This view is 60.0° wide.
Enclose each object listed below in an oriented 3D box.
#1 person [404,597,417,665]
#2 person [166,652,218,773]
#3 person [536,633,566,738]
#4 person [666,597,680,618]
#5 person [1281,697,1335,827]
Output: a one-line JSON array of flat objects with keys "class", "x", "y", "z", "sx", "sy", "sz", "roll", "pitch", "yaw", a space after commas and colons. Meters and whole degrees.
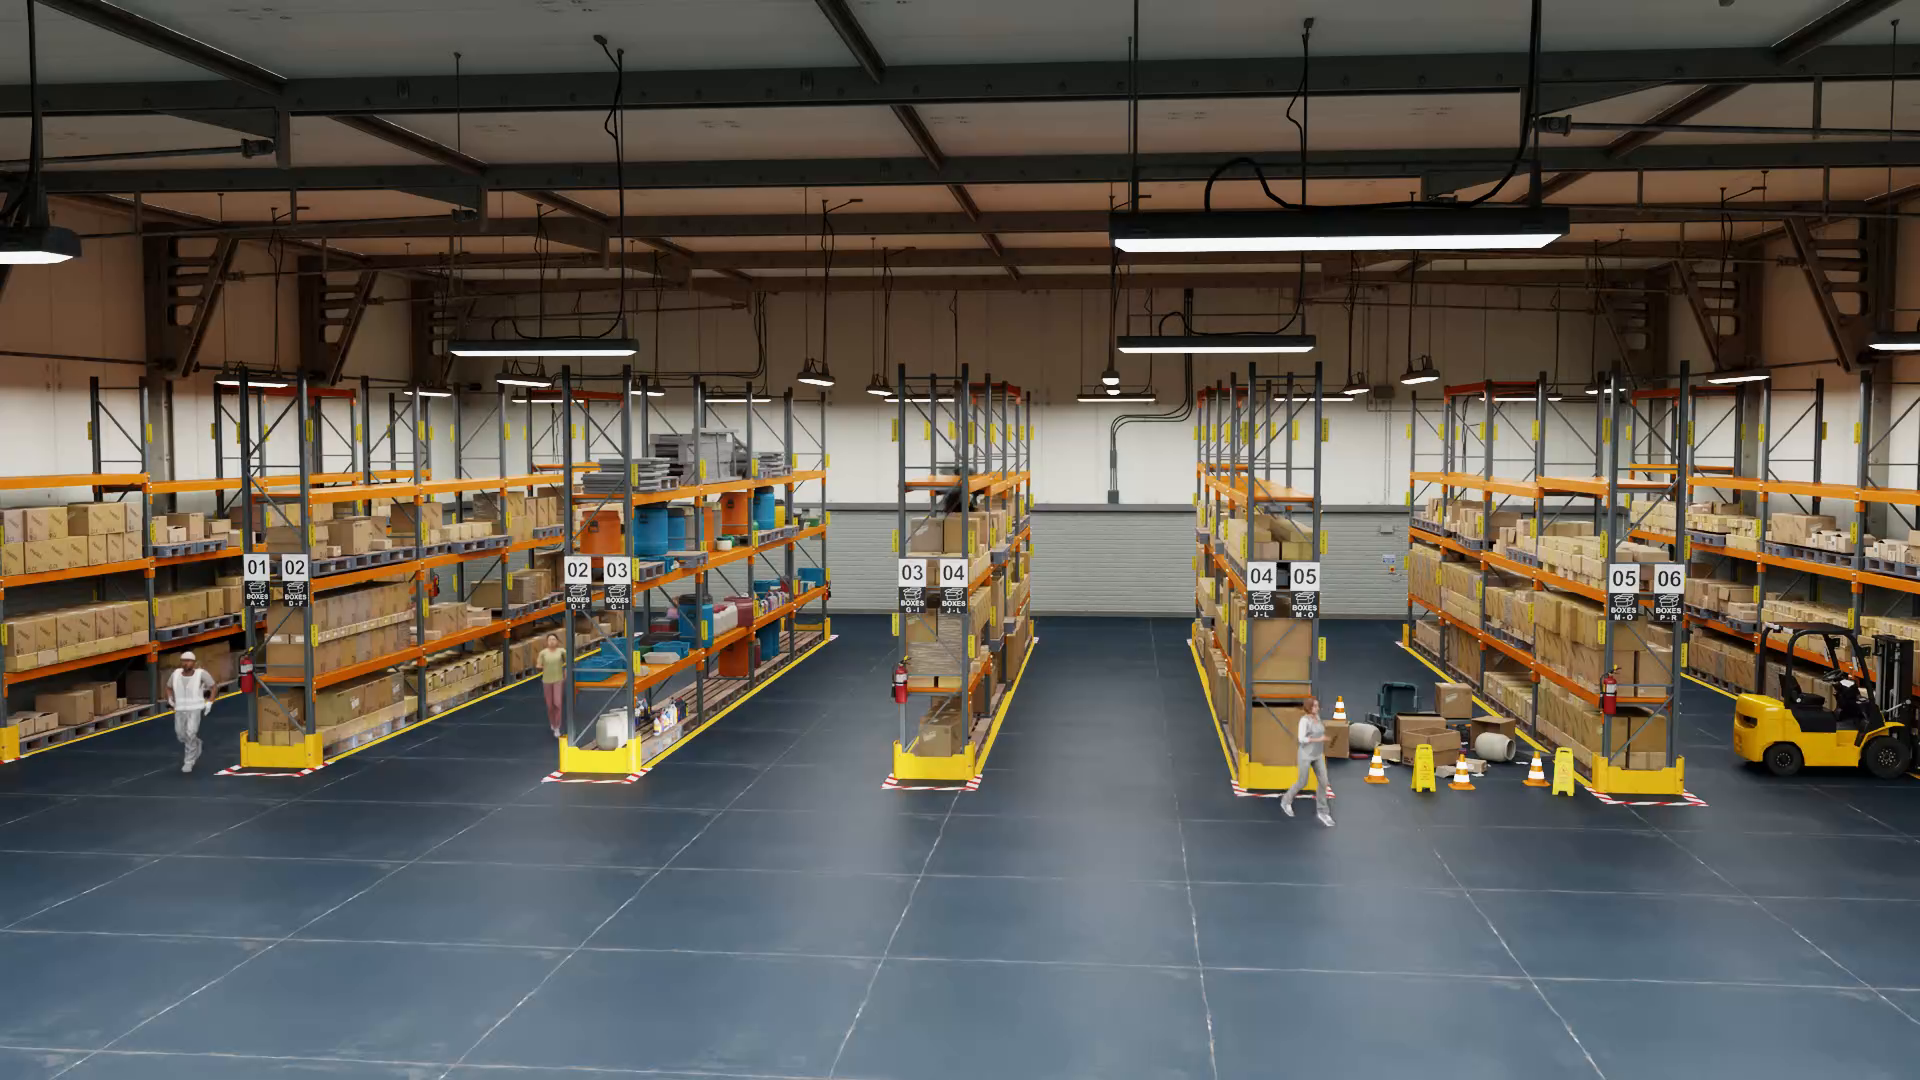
[{"class": "person", "x": -11.111, "y": 1.975, "z": 33.798, "sx": 0.608, "sy": 1.705, "sz": 0.812, "roll": 1, "pitch": 4, "yaw": 13}, {"class": "person", "x": -11.509, "y": 2.542, "z": 24.873, "sx": 0.719, "sy": 1.764, "sz": 0.746, "roll": 0, "pitch": 4, "yaw": -3}, {"class": "person", "x": -6.742, "y": 2.397, "z": 27.581, "sx": 0.557, "sy": 1.705, "sz": 0.691, "roll": 0, "pitch": 4, "yaw": -5}, {"class": "person", "x": -5.990, "y": 1.983, "z": 35.004, "sx": 0.541, "sy": 1.583, "sz": 0.722, "roll": 1, "pitch": 4, "yaw": 12}, {"class": "person", "x": 4.467, "y": 2.817, "z": 21.334, "sx": 0.565, "sy": 1.631, "sz": 0.762, "roll": -3, "pitch": 5, "yaw": -41}]
